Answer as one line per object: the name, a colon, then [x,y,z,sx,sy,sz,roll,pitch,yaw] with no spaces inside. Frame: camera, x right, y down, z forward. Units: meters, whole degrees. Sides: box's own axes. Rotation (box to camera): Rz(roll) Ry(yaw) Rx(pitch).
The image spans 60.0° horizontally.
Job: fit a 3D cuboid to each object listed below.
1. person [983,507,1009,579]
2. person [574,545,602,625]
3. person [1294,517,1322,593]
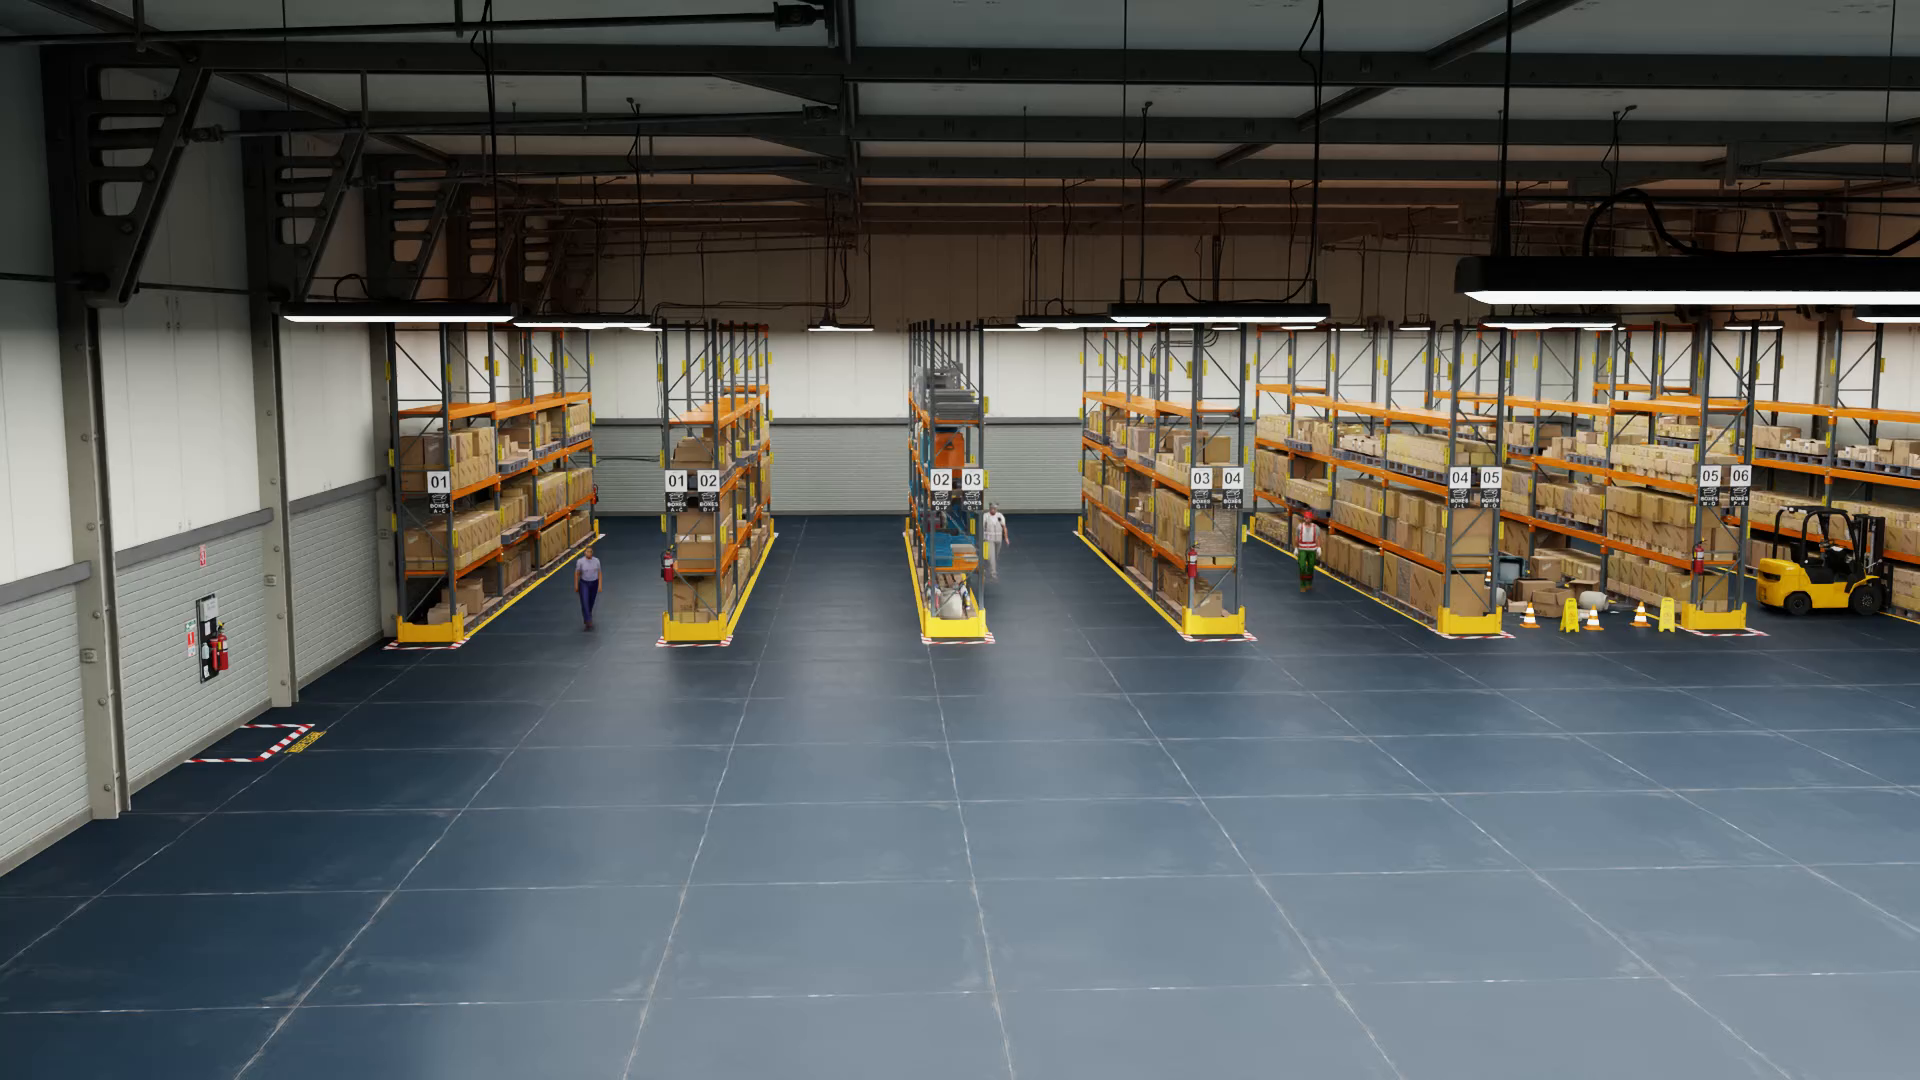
person: [0.766,-0.007,37.289,0.560,1.675,1.041,-2,7,-17]
person: [-7.290,0.865,32.605,0.494,1.513,0.837,-5,9,-36]
person: [7.774,0.292,37.179,0.590,1.793,0.524,1,7,8]
